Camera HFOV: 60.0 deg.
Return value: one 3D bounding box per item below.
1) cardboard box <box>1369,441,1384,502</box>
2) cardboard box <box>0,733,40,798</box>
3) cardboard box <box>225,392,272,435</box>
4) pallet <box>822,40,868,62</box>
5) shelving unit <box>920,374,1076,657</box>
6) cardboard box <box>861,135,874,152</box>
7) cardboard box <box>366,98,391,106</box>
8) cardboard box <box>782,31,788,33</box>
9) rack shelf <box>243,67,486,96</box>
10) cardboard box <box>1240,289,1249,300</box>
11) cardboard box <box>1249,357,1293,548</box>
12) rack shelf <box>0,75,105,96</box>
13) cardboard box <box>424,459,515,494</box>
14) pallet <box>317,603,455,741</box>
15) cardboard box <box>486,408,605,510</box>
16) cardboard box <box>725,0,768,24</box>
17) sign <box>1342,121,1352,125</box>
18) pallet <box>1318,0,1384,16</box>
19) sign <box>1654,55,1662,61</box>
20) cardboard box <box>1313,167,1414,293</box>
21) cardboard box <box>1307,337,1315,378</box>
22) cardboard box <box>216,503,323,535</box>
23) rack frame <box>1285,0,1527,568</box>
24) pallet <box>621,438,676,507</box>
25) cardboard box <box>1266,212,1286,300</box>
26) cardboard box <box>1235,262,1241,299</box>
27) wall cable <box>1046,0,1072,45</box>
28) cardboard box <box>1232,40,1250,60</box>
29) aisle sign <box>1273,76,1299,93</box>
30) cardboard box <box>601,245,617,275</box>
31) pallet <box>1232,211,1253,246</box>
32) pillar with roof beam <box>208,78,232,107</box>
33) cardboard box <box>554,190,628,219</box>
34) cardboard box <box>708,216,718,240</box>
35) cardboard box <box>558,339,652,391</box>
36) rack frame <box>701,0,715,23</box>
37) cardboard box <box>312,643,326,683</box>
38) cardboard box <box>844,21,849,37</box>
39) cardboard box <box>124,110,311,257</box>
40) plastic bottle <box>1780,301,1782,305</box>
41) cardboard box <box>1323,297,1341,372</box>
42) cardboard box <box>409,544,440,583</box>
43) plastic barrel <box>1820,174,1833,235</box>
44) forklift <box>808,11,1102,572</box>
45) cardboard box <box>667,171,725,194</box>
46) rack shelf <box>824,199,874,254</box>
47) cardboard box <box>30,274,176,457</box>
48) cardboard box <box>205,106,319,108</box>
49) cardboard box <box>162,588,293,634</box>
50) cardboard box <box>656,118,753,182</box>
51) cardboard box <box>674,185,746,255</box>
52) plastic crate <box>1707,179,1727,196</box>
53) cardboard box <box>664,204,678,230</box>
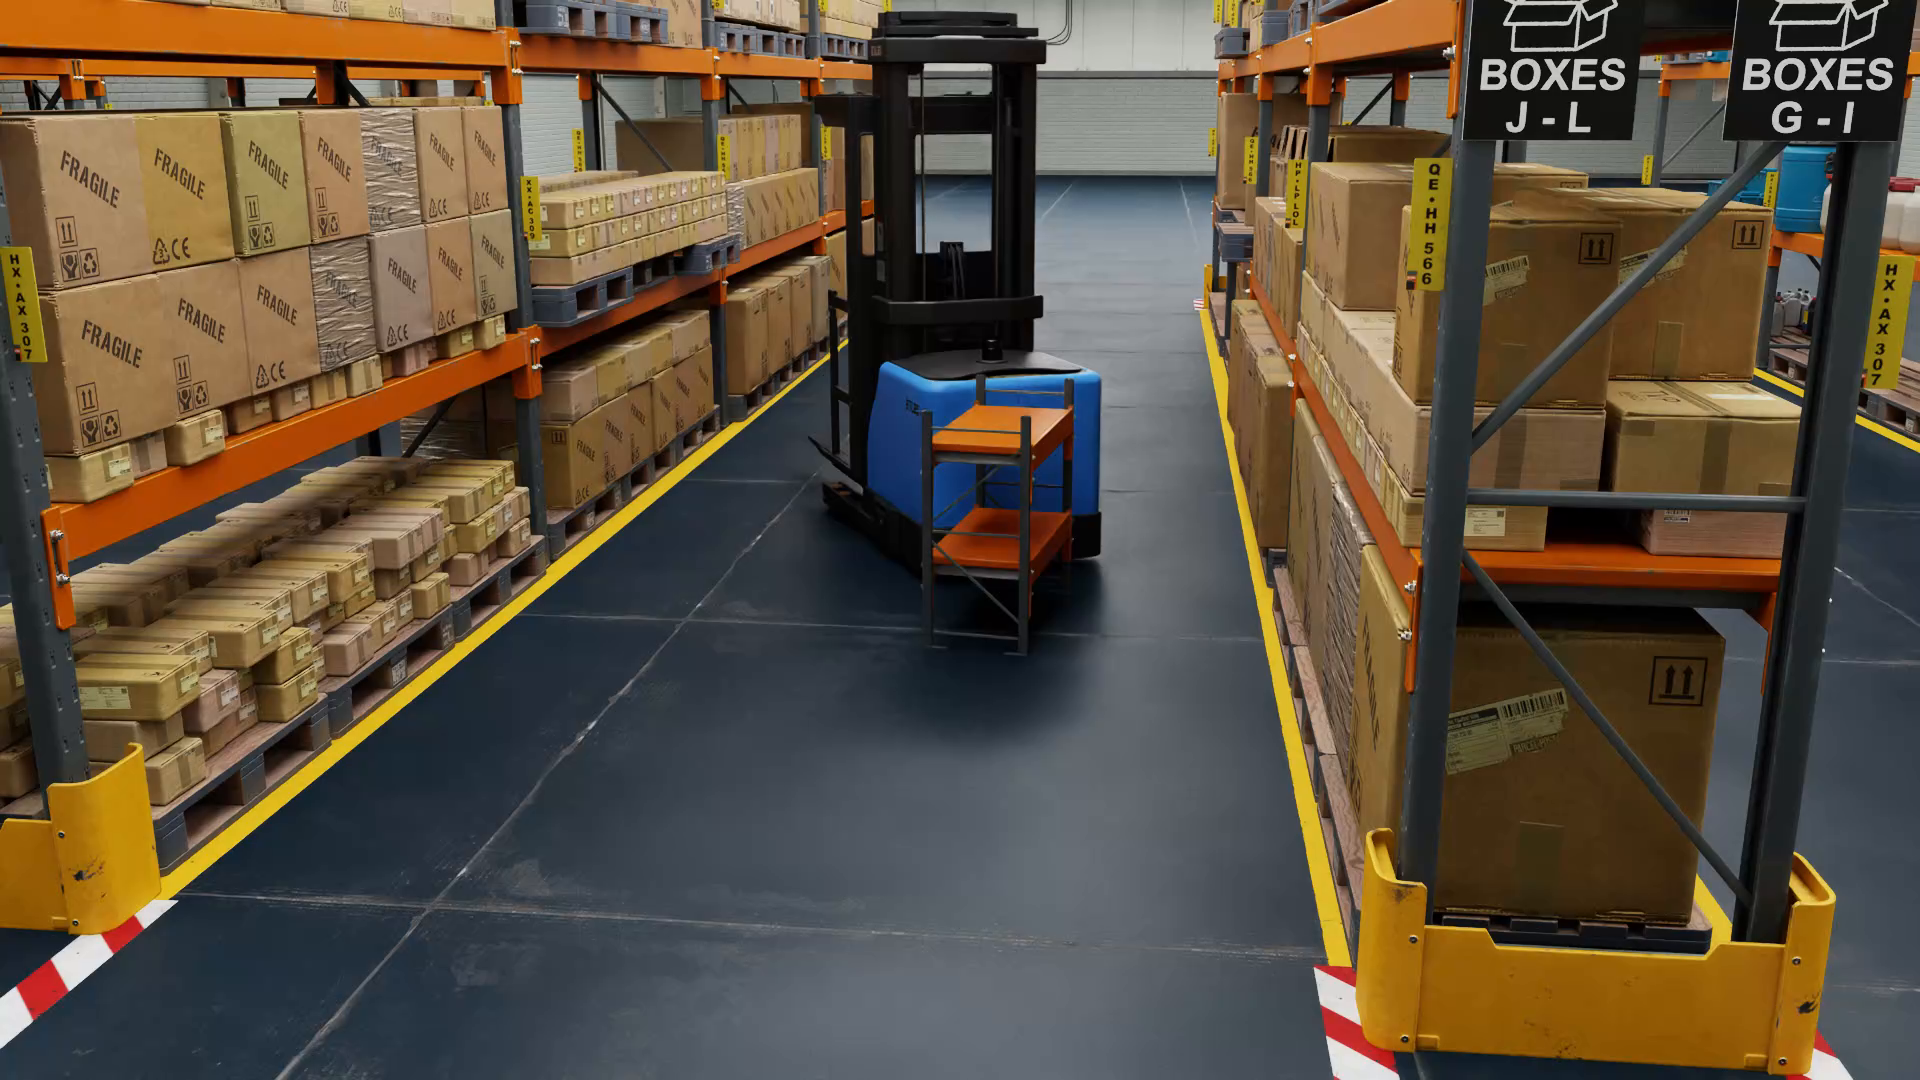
[{"bbox_3d":[1.483,-0.207,5.163,0.380,0.149,0.250,2,15,6],"label":"cardboard box"},{"bbox_3d":[-3.352,0.765,5.743,0.380,0.149,0.250,2,15,7],"label":"cardboard box"},{"bbox_3d":[-2.823,-0.495,6.228,0.380,0.149,0.250,2,15,6],"label":"cardboard box"},{"bbox_3d":[-1.472,-5.628,19.152,1.003,0.211,1.213,2,15,6],"label":"pallet"},{"bbox_3d":[0.200,-0.152,8.071,0.538,1.125,1.048,4,16,14],"label":"shelving unit"},{"bbox_3d":[-1.450,-4.769,19.195,0.875,0.550,0.550,2,15,6],"label":"cardboard box"},{"bbox_3d":[-6.436,-4.412,17.554,0.700,0.500,0.500,2,15,7],"label":"cardboard box"},{"bbox_3d":[-2.012,-5.323,17.340,0.380,0.149,0.250,2,15,7],"label":"cardboard box"},{"bbox_3d":[-6.554,-5.117,18.471,1.077,0.370,4.000,2,15,6],"label":"rack shelf"},{"bbox_3d":[2.976,-2.053,15.454,0.700,0.500,0.500,1,15,2],"label":"cardboard box"},{"bbox_3d":[2.216,-0.475,8.936,1.225,0.875,0.875,2,15,6],"label":"cardboard box"},{"bbox_3d":[-11.487,-5.262,19.009,1.077,0.370,4.000,2,15,6],"label":"rack shelf"},{"bbox_3d":[-2.534,-0.317,8.605,0.380,0.149,0.250,2,15,8],"label":"cardboard box"},{"bbox_3d":[-2.929,0.535,7.278,1.003,0.211,1.213,2,15,6],"label":"pallet"},{"bbox_3d":[-2.406,-0.483,9.686,0.500,0.500,0.500,2,15,8],"label":"cardboard box"},{"bbox_3d":[-1.887,-4.441,13.767,0.500,0.311,0.500,1,15,5],"label":"cardboard box"},{"bbox_3d":[3.619,-3.749,15.563,0.100,0.325,0.005,2,15,6],"label":"sign"},{"bbox_3d":[2.061,-2.324,6.934,1.003,0.211,1.213,2,15,6],"label":"pallet"},{"bbox_3d":[7.893,-5.567,18.740,0.100,0.325,0.005,2,15,6],"label":"sign"},{"bbox_3d":[1.793,-1.320,7.078,0.500,0.500,0.500,2,15,6],"label":"cardboard box"},{"bbox_3d":[1.741,-0.806,7.378,0.380,0.149,0.250,2,15,8],"label":"cardboard box"},{"bbox_3d":[-3.184,-0.065,7.673,0.380,0.149,0.250,2,15,7],"label":"cardboard box"},{"bbox_3d":[2.164,-1.131,8.098,1.000,3.000,0.127,2,15,6],"label":"rack frame"},{"bbox_3d":[-2.531,-0.476,11.019,1.003,0.211,1.213,2,15,6],"label":"pallet"},{"bbox_3d":[2.122,-1.702,10.019,0.500,0.500,0.500,2,15,6],"label":"cardboard box"},{"bbox_3d":[3.398,-2.922,18.705,0.500,0.500,0.500,6,16,21],"label":"cardboard box"},{"bbox_3d":[2.227,-17.286,49.835,2.305,6.003,0.169,2,15,6],"label":"wall cable"},{"bbox_3d":[2.859,-4.707,15.865,0.500,0.250,0.500,2,15,8],"label":"cardboard box"},{"bbox_3d":[3.823,-5.505,19.295,0.394,0.787,0.004,2,15,6],"label":"aisle sign"},{"bbox_3d":[-2.194,-1.610,9.547,0.380,0.149,0.250,2,15,7],"label":"cardboard box"},{"bbox_3d":[2.798,-2.590,13.863,1.003,0.211,1.213,2,15,6],"label":"pallet"},{"bbox_3d":[-7.281,-8.852,25.158,9.100,9.000,0.400,2,15,6],"label":"pillar with roof beam"},{"bbox_3d":[-2.164,-1.964,9.716,0.380,0.149,0.250,1,15,6],"label":"cardboard box"},{"bbox_3d":[-1.930,-2.216,11.789,0.380,0.149,0.250,2,15,6],"label":"cardboard box"},{"bbox_3d":[-2.287,-1.115,10.588,0.500,0.250,0.500,2,15,8],"label":"cardboard box"},{"bbox_3d":[-2.301,-5.237,11.789,1.000,3.000,0.127,2,15,6],"label":"rack frame"},{"bbox_3d":[-2.786,0.514,6.671,0.380,0.149,0.250,2,15,6],"label":"cardboard box"},{"bbox_3d":[-1.358,-5.304,17.270,0.380,0.149,0.250,1,15,5],"label":"cardboard box"},{"bbox_3d":[-2.758,-1.314,6.099,0.500,0.500,0.500,1,15,5],"label":"cardboard box"},{"bbox_3d":[8.470,-2.368,17.191,0.097,0.201,0.097,0,15,0],"label":"plastic bottle"},{"bbox_3d":[1.737,-0.825,6.683,0.500,0.250,0.500,2,15,8],"label":"cardboard box"},{"bbox_3d":[-2.639,0.087,7.681,0.380,0.149,0.250,2,15,8],"label":"cardboard box"},{"bbox_3d":[7.662,-2.884,14.320,0.433,0.535,0.433,0,15,0],"label":"plastic barrel"},{"bbox_3d":[-0.210,-1.584,9.906,1.130,2.935,3.031,-5,16,-19],"label":"forklift"},{"bbox_3d":[-1.901,-2.569,11.952,0.380,0.149,0.250,1,15,4],"label":"cardboard box"},{"bbox_3d":[-1.624,-3.550,18.421,1.077,0.370,4.000,2,15,6],"label":"rack shelf"},{"bbox_3d":[-2.879,-0.566,5.247,0.500,0.500,0.500,2,15,9],"label":"cardboard box"},{"bbox_3d":[-3.089,-1.733,7.648,0.500,0.500,0.500,1,15,5],"label":"cardboard box"},{"bbox_3d":[-2.794,0.291,6.356,0.380,0.149,0.250,1,15,4],"label":"cardboard box"},{"bbox_3d":[-2.129,-3.252,13.835,0.700,0.500,0.500,1,15,5],"label":"cardboard box"},{"bbox_3d":[-1.983,-2.497,12.960,0.500,0.500,0.500,2,15,7],"label":"cardboard box"},{"bbox_3d":[8.680,-3.887,18.575,0.499,0.251,0.616,2,15,6],"label":"plastic crate"},{"bbox_3d":[-2.048,-2.090,10.750,0.380,0.149,0.250,2,15,8],"label":"cardboard box"}]
